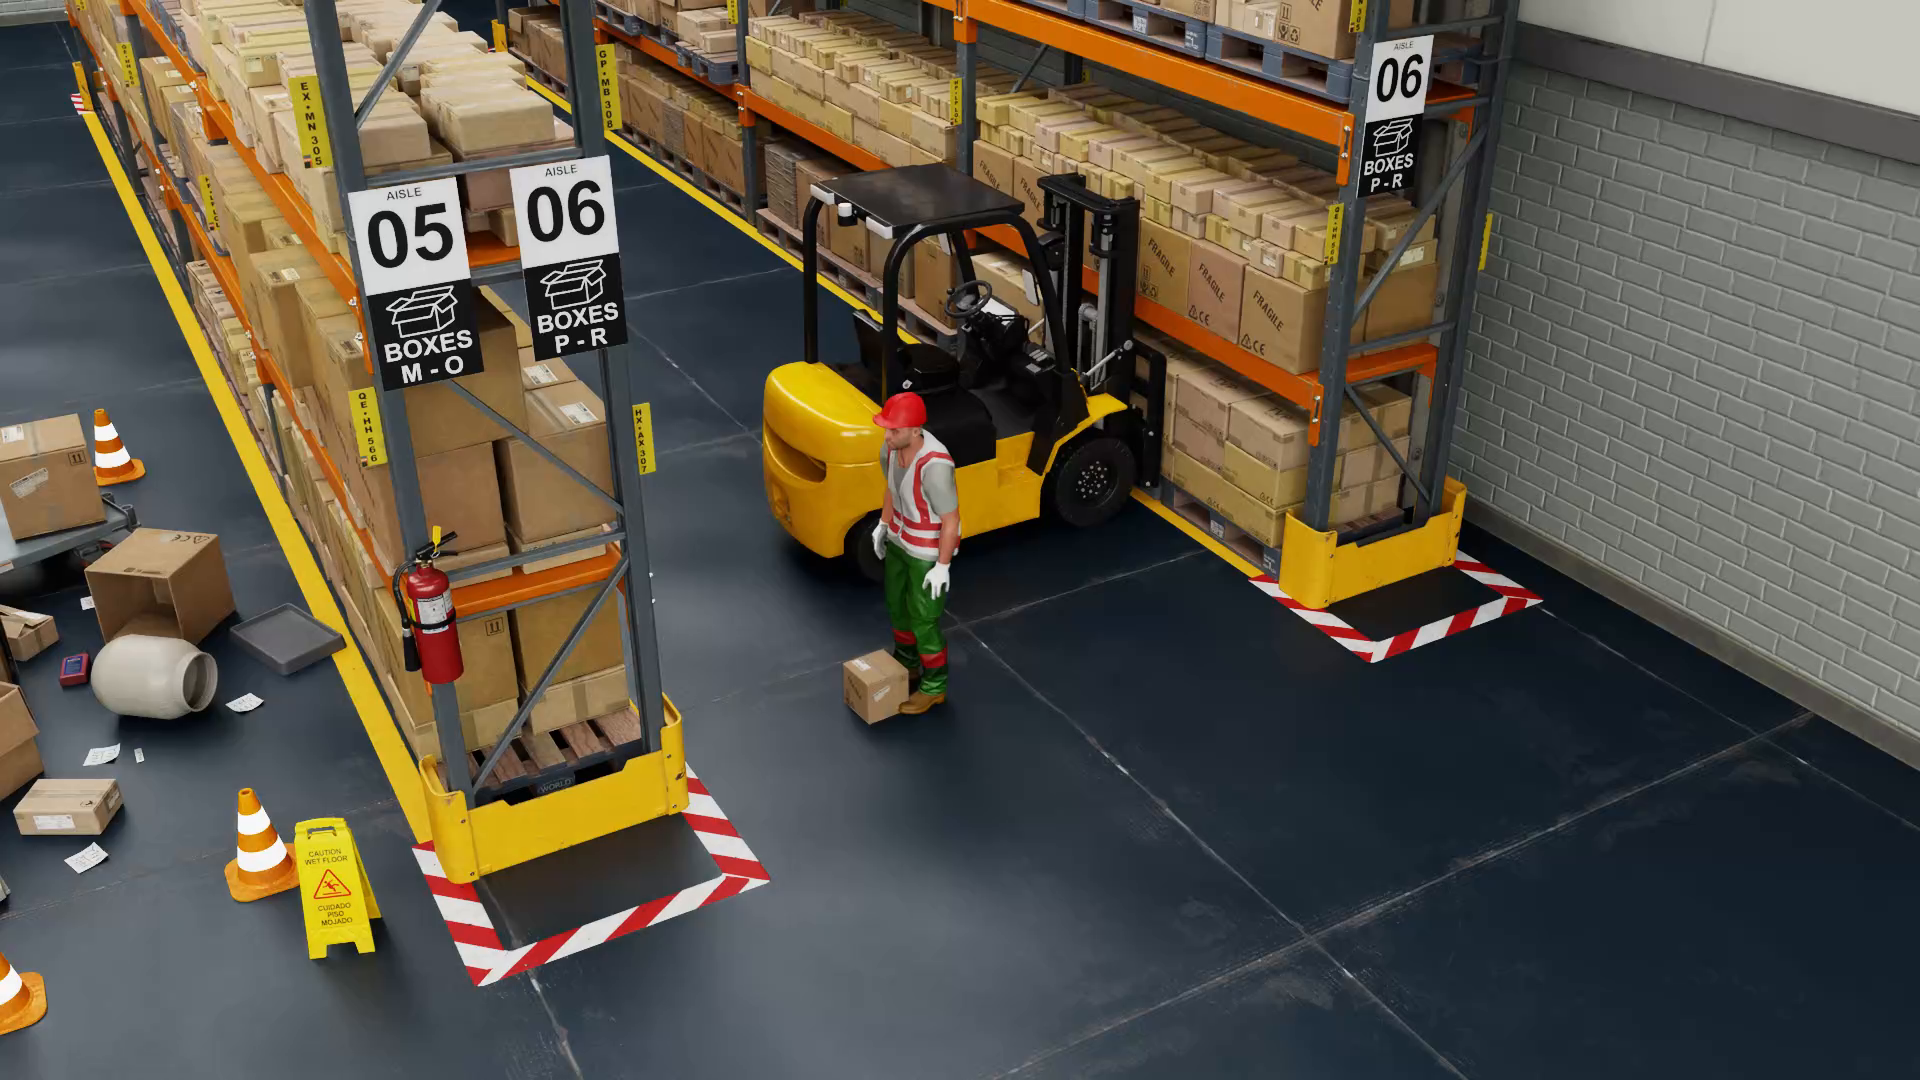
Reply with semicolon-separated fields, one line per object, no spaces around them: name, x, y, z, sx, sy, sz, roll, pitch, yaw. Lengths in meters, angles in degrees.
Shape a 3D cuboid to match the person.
person;-0.236;0.051;8.457;0.448;1.780;0.620;-18;33;-29
